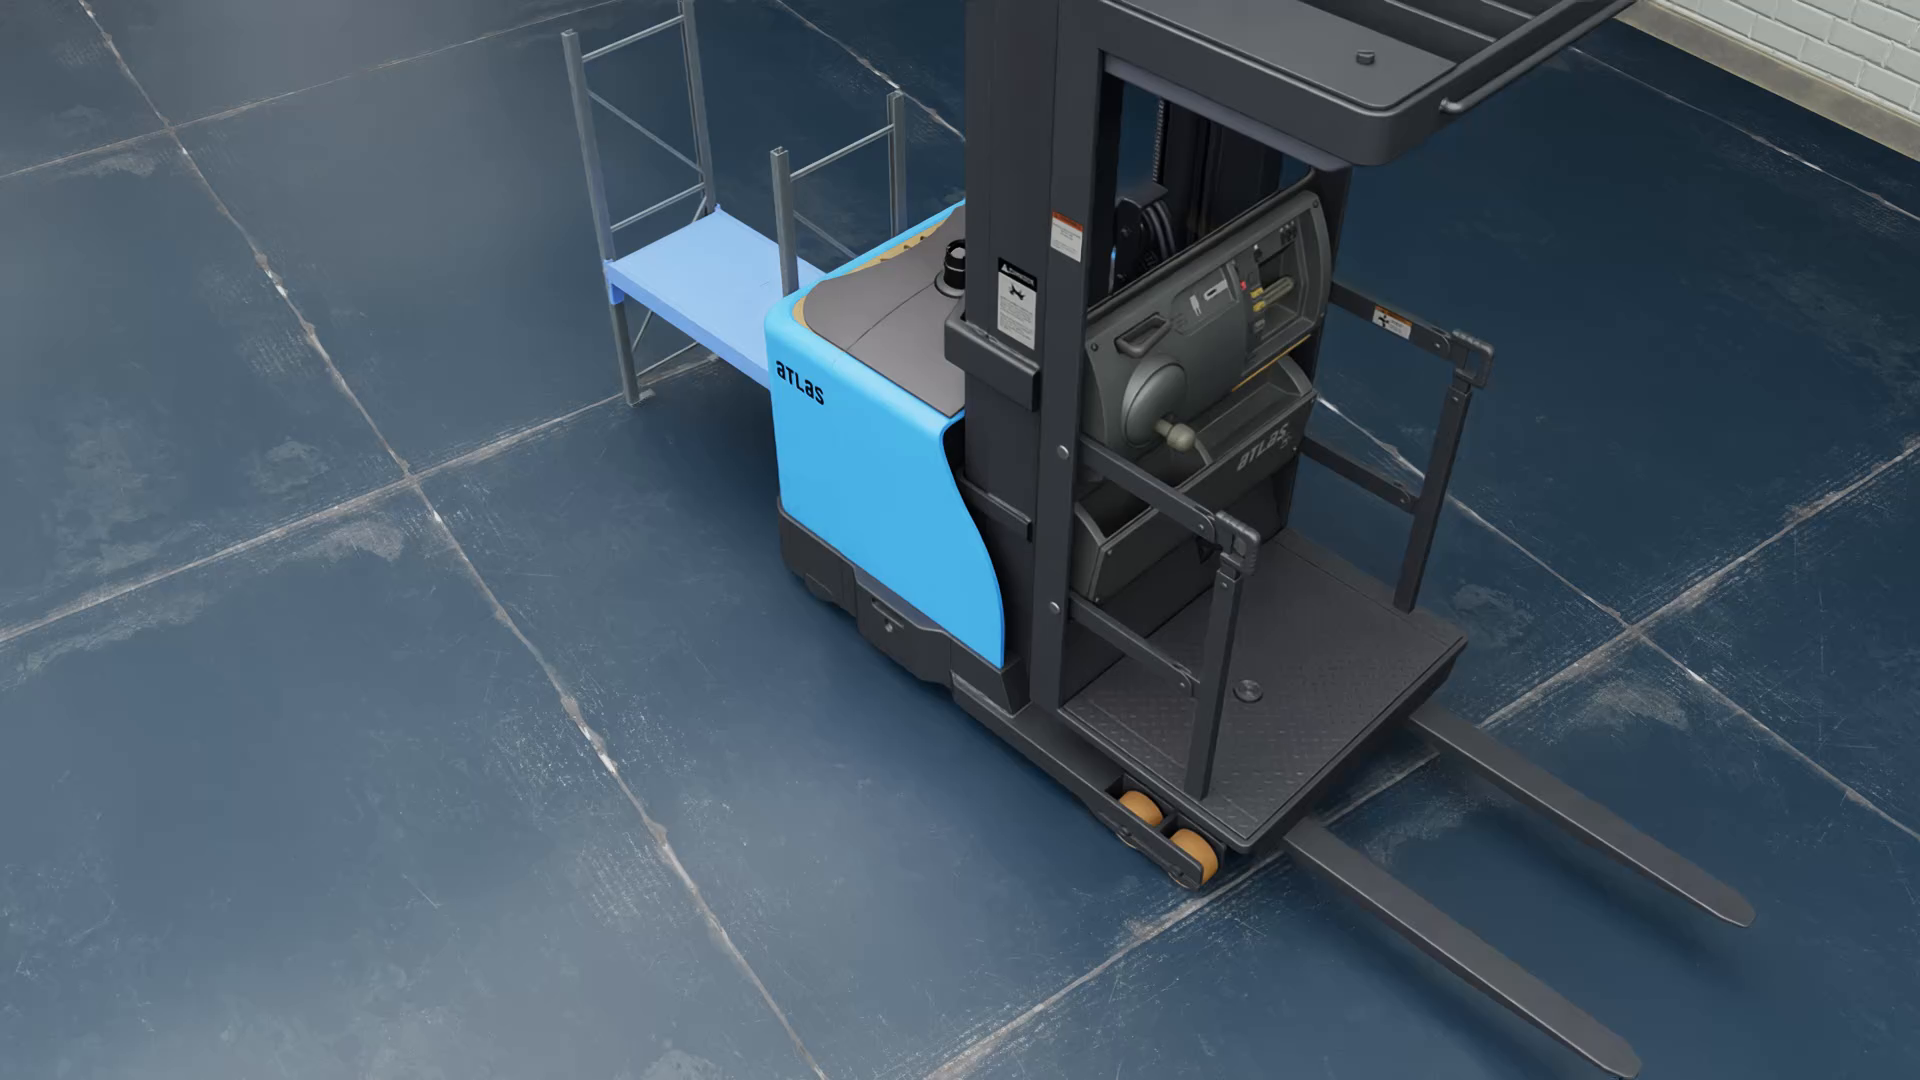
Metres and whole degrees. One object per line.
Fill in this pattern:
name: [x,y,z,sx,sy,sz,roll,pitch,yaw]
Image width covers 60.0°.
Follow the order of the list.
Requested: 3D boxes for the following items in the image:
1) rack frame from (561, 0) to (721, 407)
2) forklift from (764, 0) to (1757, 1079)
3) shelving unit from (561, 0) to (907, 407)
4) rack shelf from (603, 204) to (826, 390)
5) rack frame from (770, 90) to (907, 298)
rack frame: [-1.075,-1.174,5.893,0.032,1.500,0.500,35,53,31]
forklift: [0.800,-0.484,4.134,3.031,2.935,1.130,35,53,31]
shelving unit: [-0.714,-0.926,5.634,1.048,1.500,0.538,35,53,31]
rack shelf: [-0.714,-0.796,5.758,1.000,0.185,0.538,35,53,31]
rack frame: [-0.354,-0.678,5.374,0.032,1.500,0.500,35,53,31]
